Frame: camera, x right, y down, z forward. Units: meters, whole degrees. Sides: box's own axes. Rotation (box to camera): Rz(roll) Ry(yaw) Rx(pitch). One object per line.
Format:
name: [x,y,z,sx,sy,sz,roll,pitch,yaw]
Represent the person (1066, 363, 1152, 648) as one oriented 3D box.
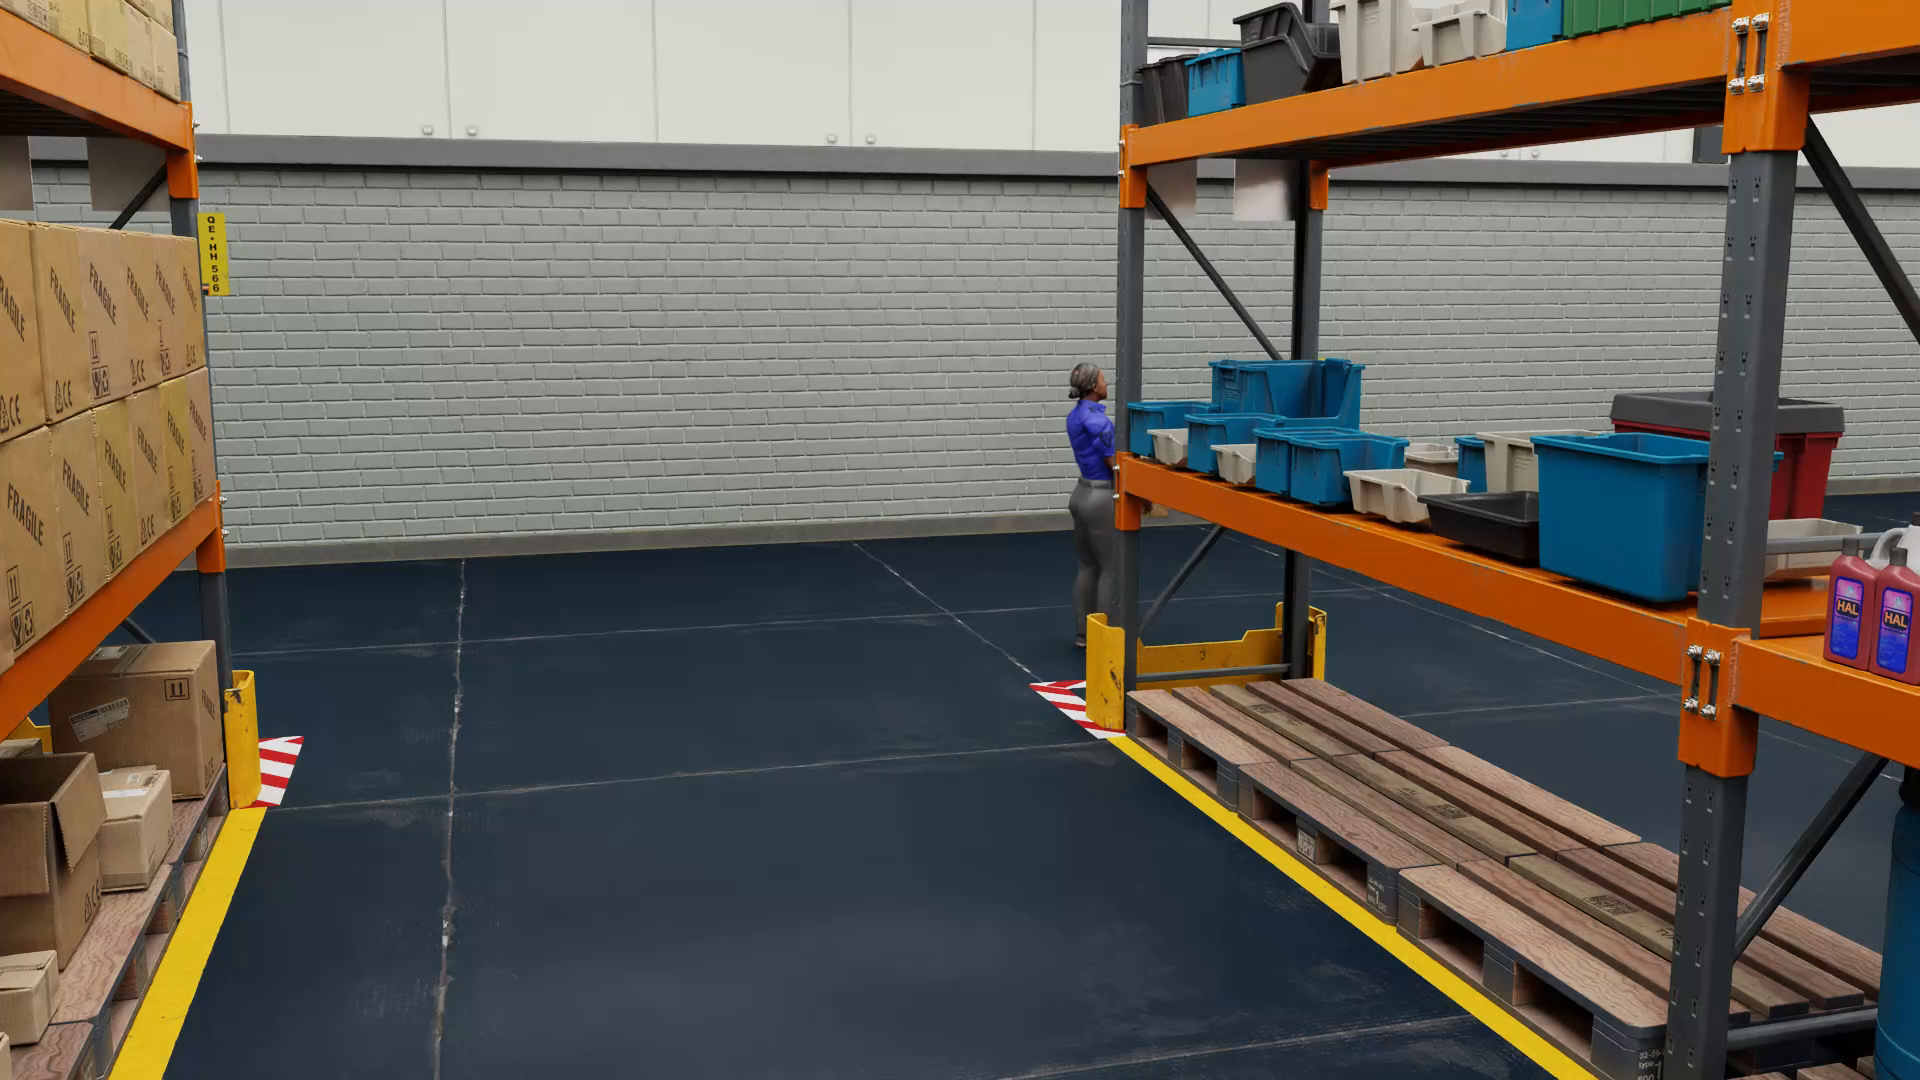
person: [0.845,-0.182,9.494,0.488,1.658,0.488,-3,10,-16]
